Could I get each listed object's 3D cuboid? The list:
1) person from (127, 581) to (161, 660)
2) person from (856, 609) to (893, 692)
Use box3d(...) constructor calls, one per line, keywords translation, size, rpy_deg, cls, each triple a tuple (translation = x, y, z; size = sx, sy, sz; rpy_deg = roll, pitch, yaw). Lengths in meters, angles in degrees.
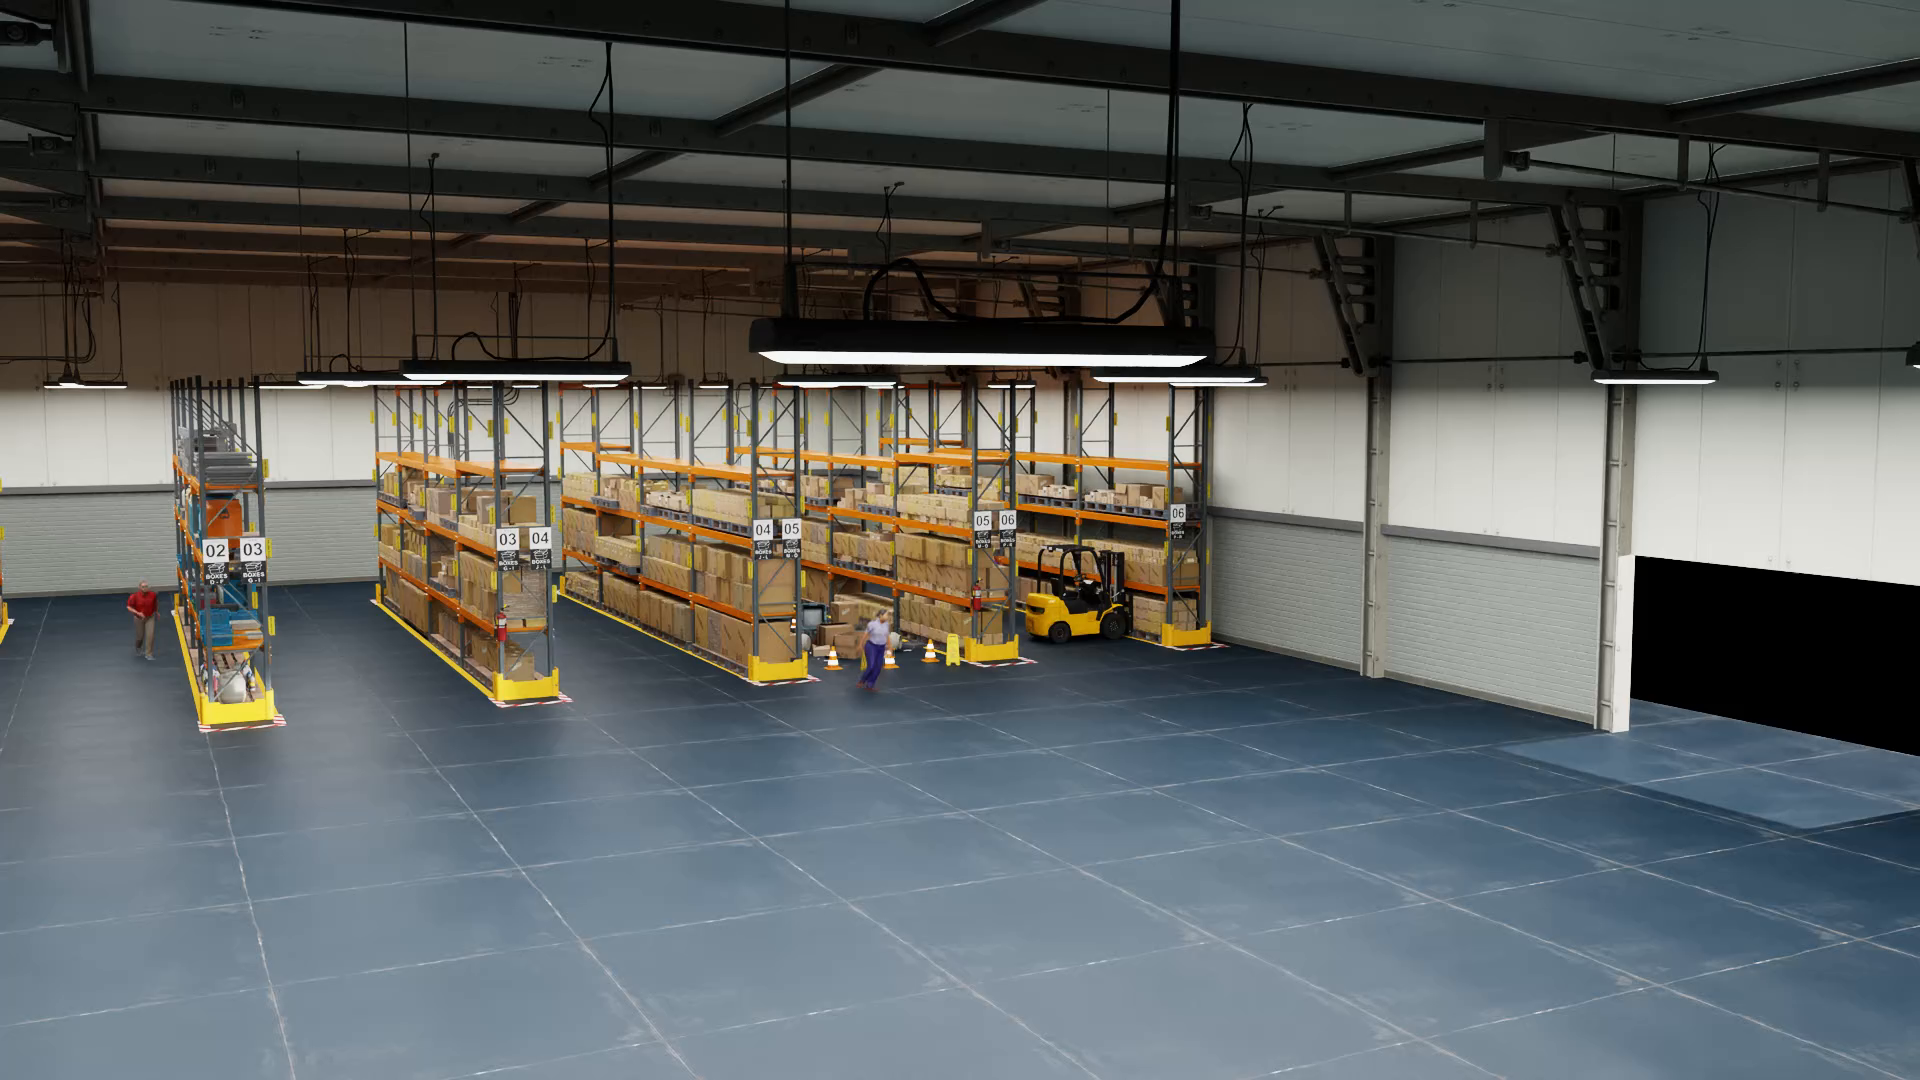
box3d(translation=(-17.548, 1.714, 35.715), size=(0.651, 1.694, 0.902), rpy_deg=(-4, 6, -36), cls="person")
box3d(translation=(-1.644, 2.105, 31.811), size=(0.650, 1.616, 0.528), rpy_deg=(-4, 7, -41), cls="person")
